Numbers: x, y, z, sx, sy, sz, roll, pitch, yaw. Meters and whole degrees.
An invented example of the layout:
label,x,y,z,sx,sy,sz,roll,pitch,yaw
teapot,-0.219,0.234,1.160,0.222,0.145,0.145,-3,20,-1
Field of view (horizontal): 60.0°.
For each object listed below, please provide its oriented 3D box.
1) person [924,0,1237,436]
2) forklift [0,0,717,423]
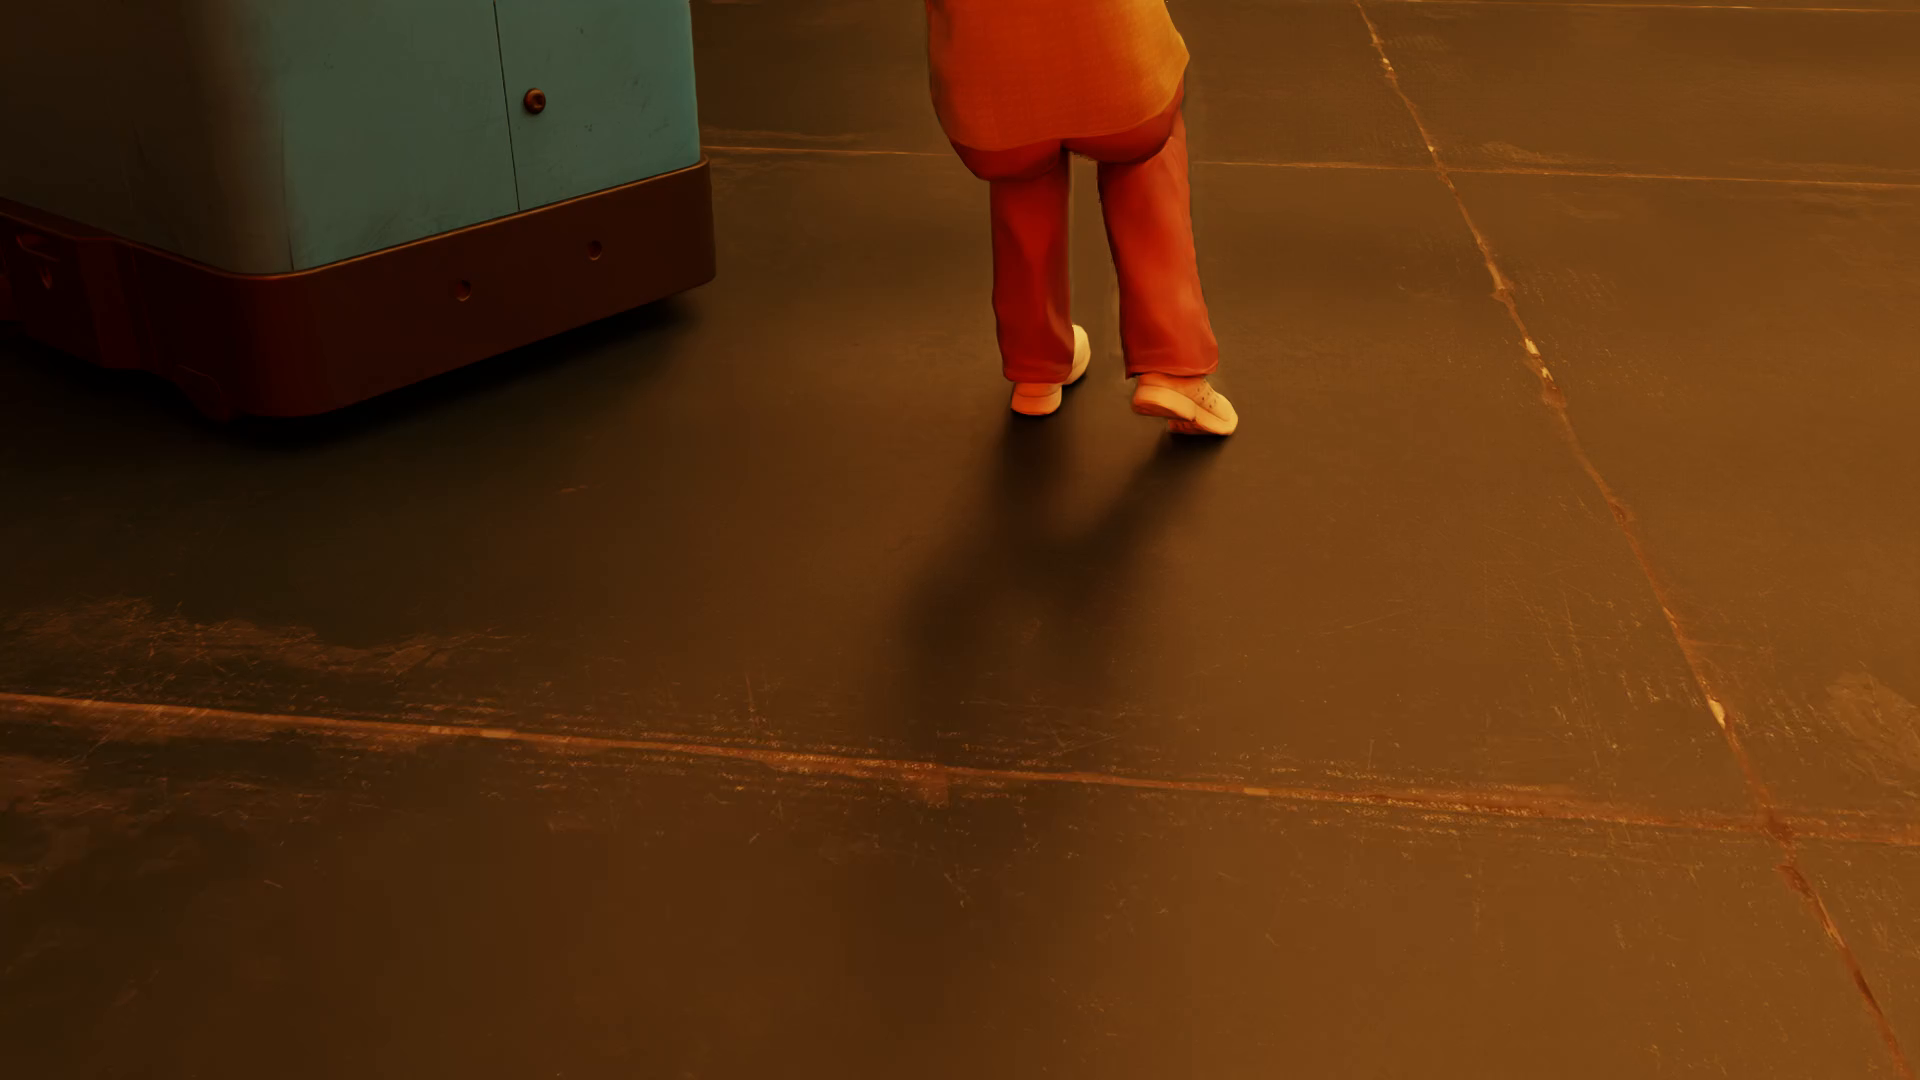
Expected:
label,x,y,z,sx,sy,sz,roll,pitch,yaw
person,0.133,-0.793,2.504,0.800,1.436,0.835,1,27,2
forklift,-1.982,-2.025,3.276,3.031,2.935,1.130,19,32,33
